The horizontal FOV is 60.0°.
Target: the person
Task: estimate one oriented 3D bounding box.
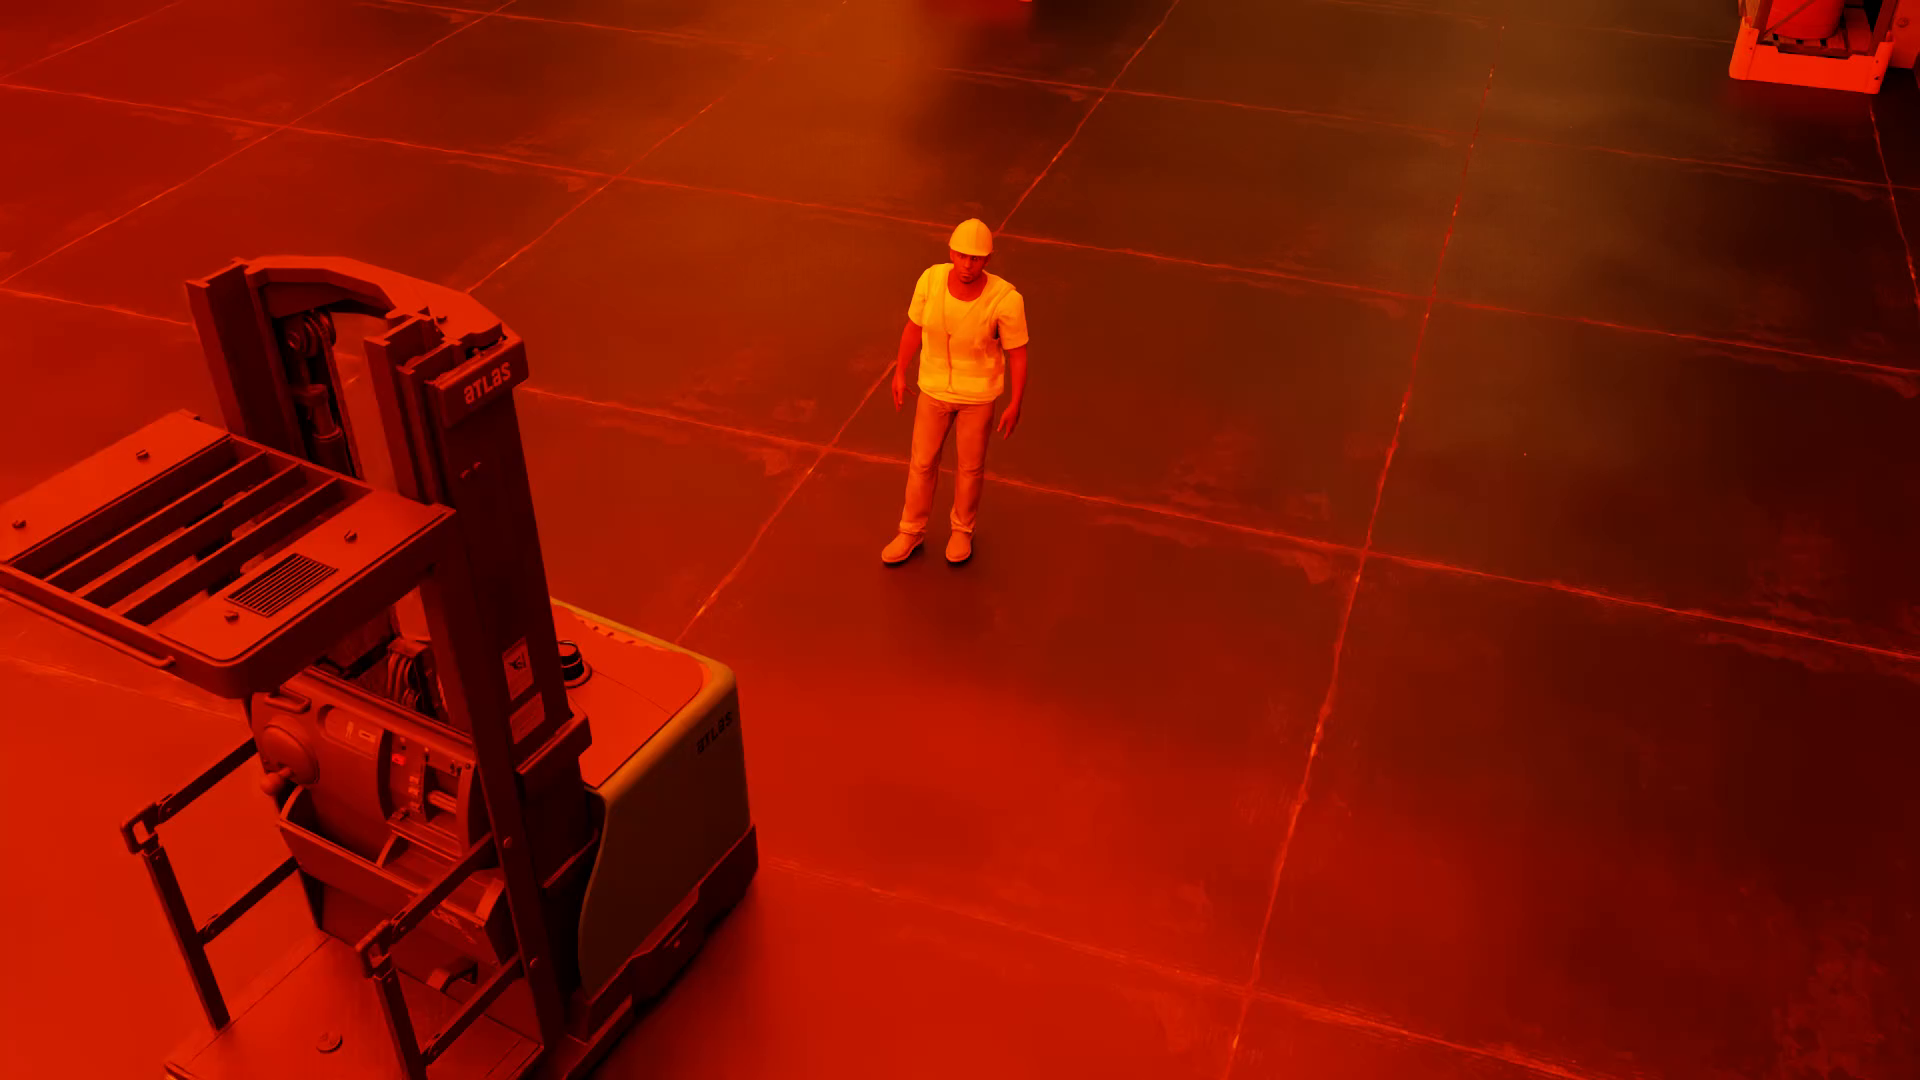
[{"bbox_3d":[-0.029,-0.690,8.078,0.665,1.765,0.577,12,37,16],"label":"person"}]

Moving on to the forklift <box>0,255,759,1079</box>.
[{"bbox_3d":[-1.970,0.757,5.043,1.130,2.935,3.031,18,39,24],"label":"forklift"}]
